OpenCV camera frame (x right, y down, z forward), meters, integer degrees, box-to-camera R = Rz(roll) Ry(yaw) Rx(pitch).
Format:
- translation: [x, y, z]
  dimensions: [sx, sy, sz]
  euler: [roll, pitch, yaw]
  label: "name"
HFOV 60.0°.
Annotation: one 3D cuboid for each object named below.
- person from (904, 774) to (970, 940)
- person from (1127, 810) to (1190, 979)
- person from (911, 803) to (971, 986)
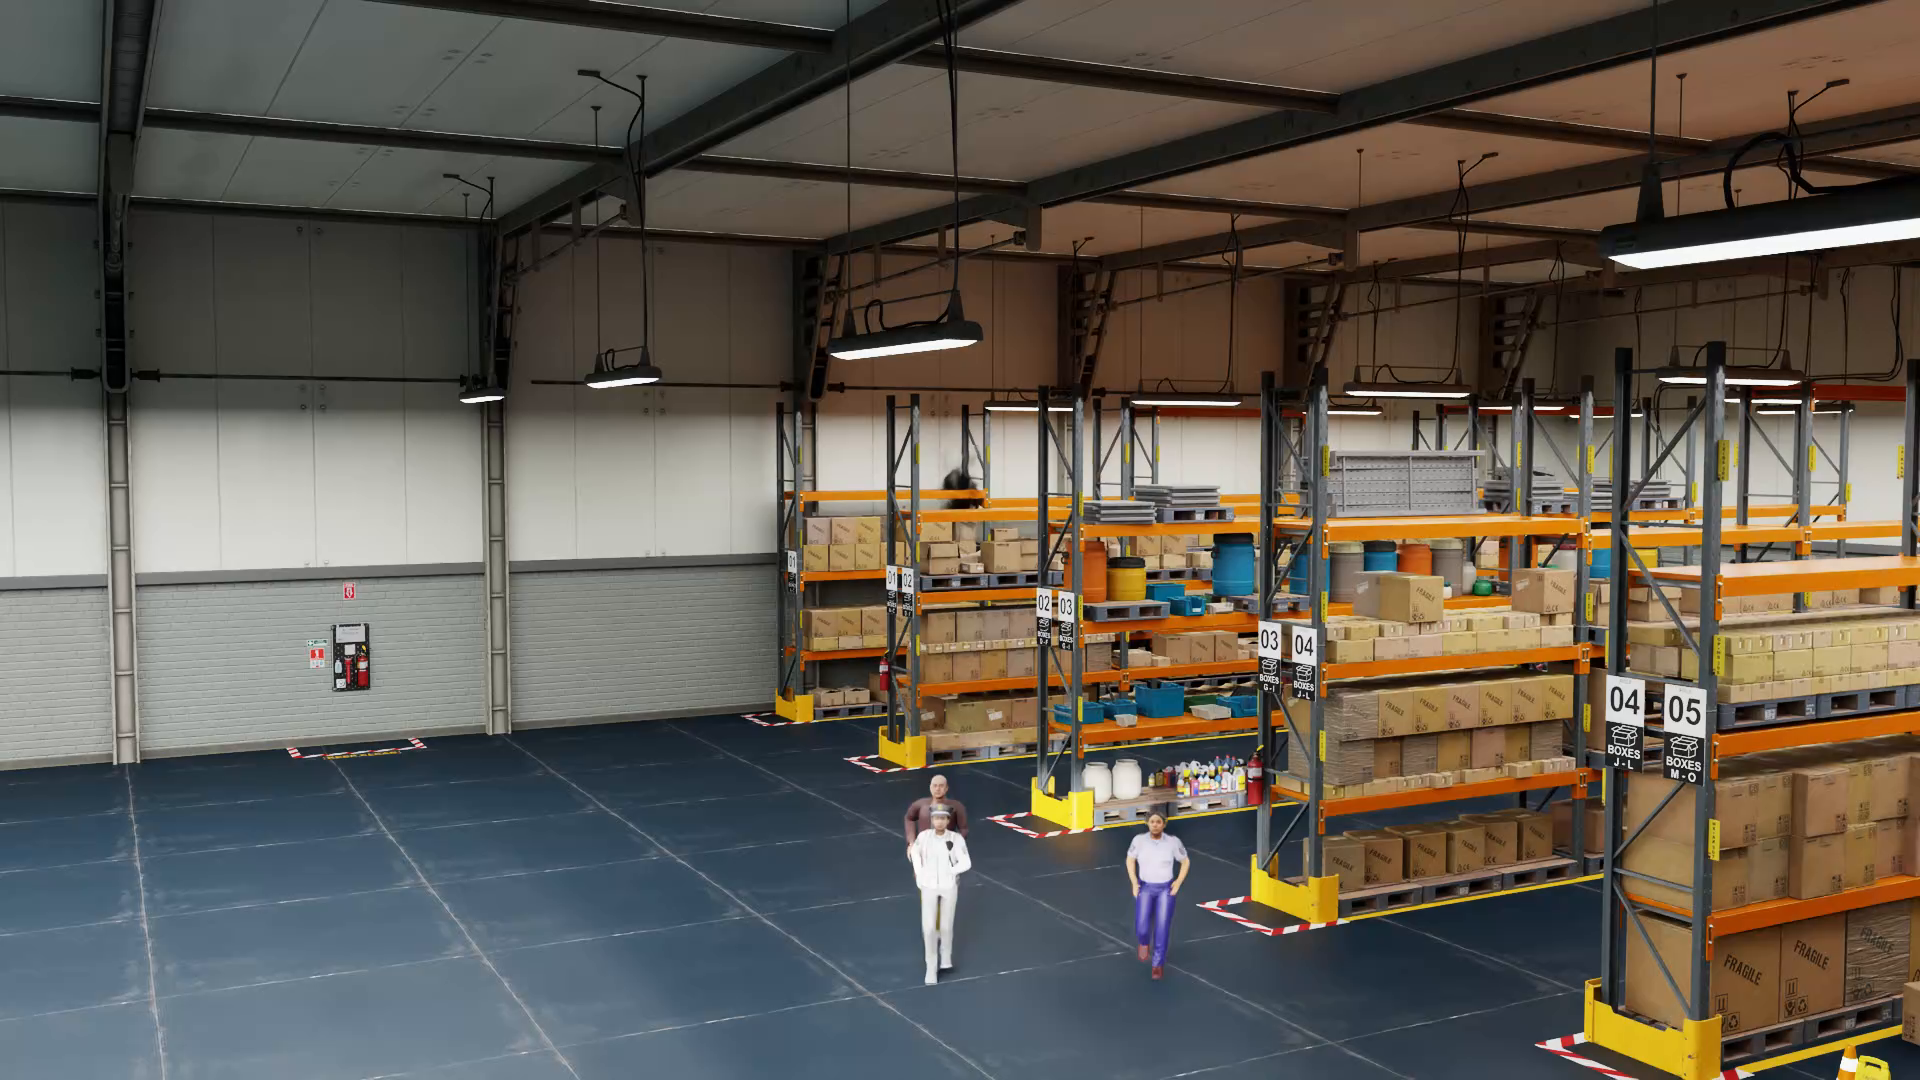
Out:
- translation: [-0.241, 3.304, 17.188]
  dimensions: [0.691, 1.740, 0.692]
  euler: [0, 3, 1]
  label: "person"
- translation: [1.941, 3.448, 16.302]
  dimensions: [0.624, 1.615, 0.550]
  euler: [1, 3, 10]
  label: "person"
- translation: [-0.180, 3.414, 16.164]
  dimensions: [0.577, 1.755, 0.665]
  euler: [0, 3, 4]
  label: "person"
